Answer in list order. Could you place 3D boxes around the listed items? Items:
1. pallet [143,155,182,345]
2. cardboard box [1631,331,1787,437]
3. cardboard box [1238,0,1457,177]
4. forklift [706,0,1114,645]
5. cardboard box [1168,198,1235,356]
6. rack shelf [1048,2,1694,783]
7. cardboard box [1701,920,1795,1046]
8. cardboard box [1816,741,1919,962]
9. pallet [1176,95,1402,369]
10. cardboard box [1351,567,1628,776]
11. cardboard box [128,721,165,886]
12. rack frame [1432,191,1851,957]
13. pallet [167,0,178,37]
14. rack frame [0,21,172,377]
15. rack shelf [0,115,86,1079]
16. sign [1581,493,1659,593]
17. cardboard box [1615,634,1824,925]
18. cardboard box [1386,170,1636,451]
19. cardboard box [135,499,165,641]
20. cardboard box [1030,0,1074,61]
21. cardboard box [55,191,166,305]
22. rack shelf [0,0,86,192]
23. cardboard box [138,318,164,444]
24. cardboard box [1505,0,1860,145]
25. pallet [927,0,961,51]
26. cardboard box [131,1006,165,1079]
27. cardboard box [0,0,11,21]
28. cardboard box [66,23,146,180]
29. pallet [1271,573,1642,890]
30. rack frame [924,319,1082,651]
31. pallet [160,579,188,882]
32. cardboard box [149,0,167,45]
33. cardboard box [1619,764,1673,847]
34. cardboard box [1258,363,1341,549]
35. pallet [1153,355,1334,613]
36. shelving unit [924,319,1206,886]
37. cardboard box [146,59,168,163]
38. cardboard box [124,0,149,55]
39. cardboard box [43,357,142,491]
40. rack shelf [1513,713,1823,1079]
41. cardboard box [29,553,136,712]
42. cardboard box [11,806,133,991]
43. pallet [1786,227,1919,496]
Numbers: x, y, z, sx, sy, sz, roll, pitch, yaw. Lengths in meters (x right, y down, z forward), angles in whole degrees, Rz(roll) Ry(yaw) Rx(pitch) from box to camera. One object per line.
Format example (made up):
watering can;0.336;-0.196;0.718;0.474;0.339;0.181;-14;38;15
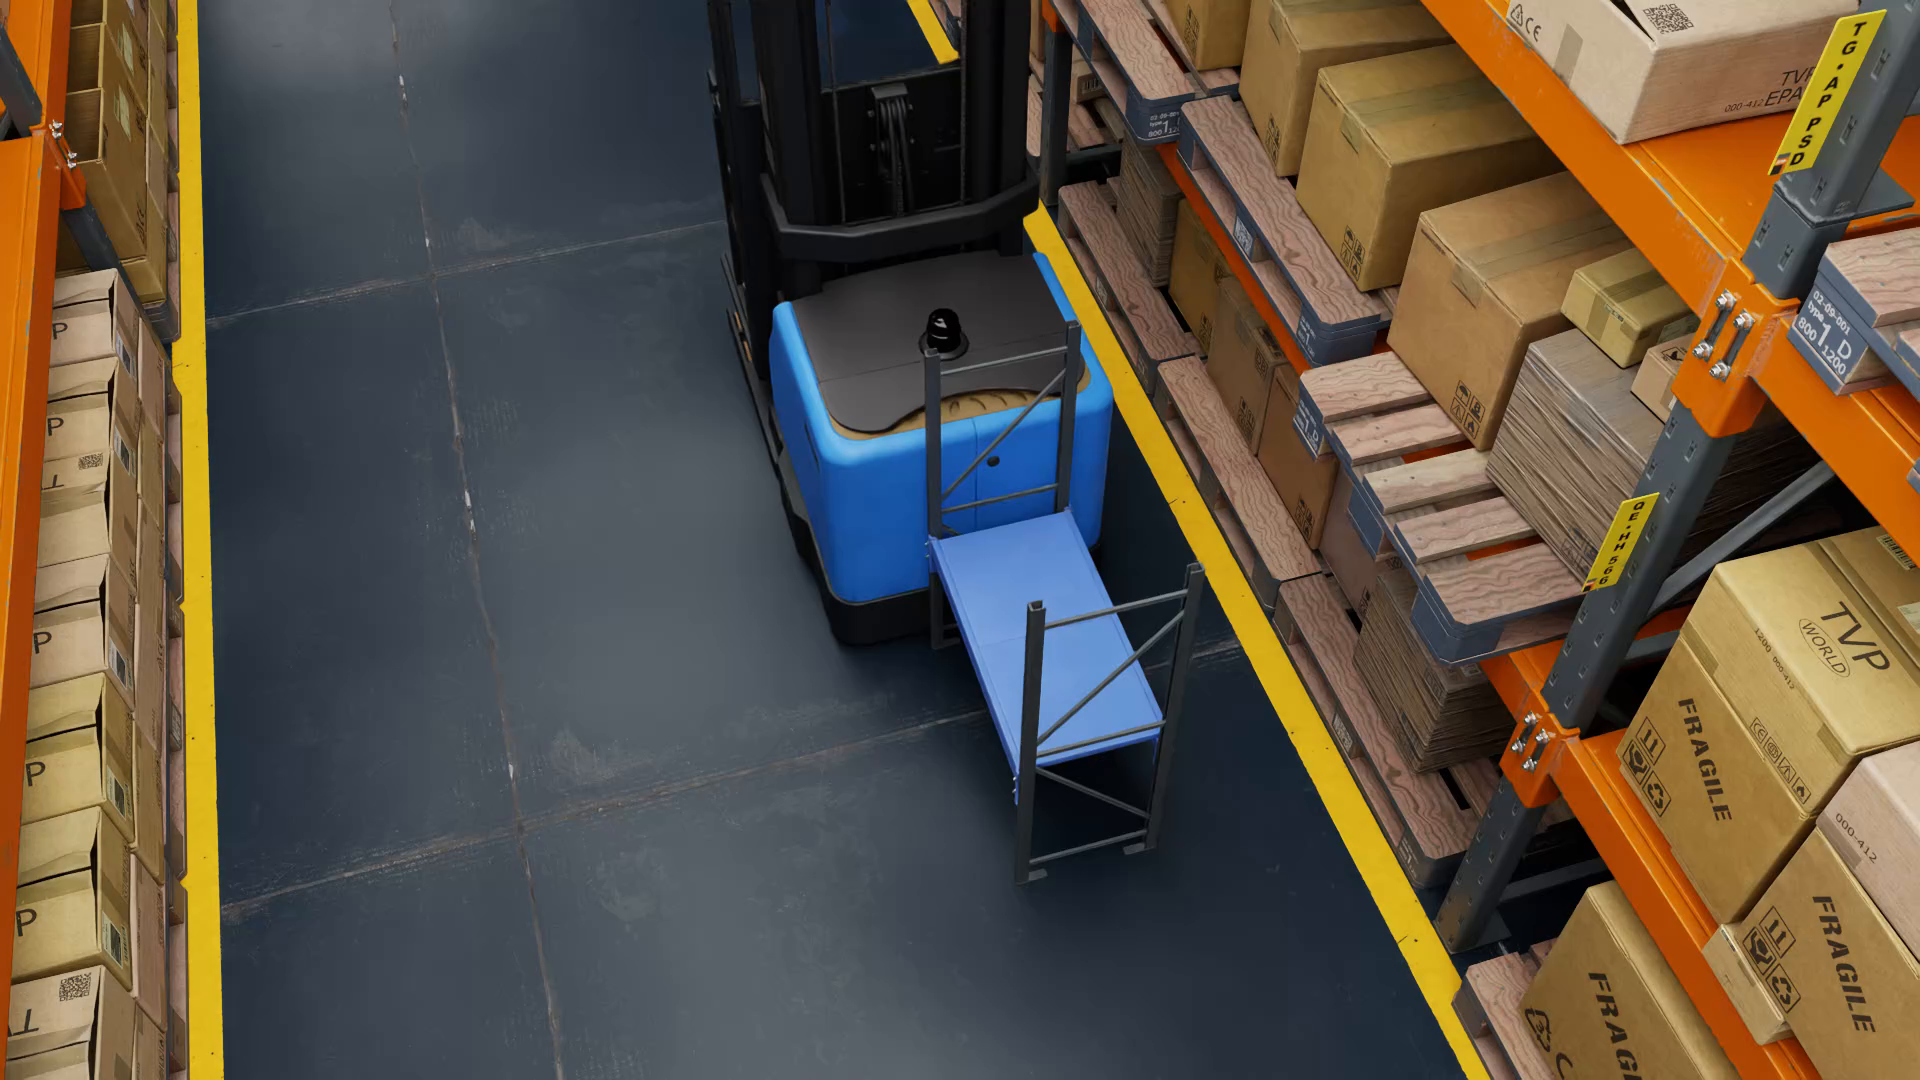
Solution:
pallet;-4.059;-1.263;7.467;1.003;0.211;1.213;-13;51;-11
cardboard box;1.920;-0.401;4.139;0.380;0.149;0.250;-19;53;-16
cardboard box;1.369;-1.606;5.578;0.700;0.500;0.500;-7;50;-6
forklift;-0.374;-1.716;6.069;1.130;2.935;3.031;-13;51;-11
cardboard box;1.302;-1.131;6.878;0.700;0.500;0.500;-14;51;-12
rack shelf;1.459;-1.002;5.893;1.077;0.370;4.000;-13;51;-11
cardboard box;1.991;0.994;3.891;0.380;0.149;0.250;-12;51;-10
cardboard box;2.098;0.633;3.281;0.500;0.250;0.500;-14;51;-11
pallet;1.426;-1.148;5.671;1.003;0.211;1.213;-13;51;-11
cardboard box;1.788;0.377;5.607;0.700;0.500;0.500;-13;51;-10
cardboard box;-2.864;0.906;5.337;0.500;0.250;0.500;-15;51;-12
rack frame;2.051;0.227;4.386;1.000;3.000;0.127;-13;51;-11
pallet;-4.780;-3.045;8.969;1.003;0.211;1.213;-13;51;-11
rack frame;-3.863;-1.572;5.903;1.000;3.000;0.127;-13;51;-11
rack shelf;-3.272;0.121;4.946;1.077;0.370;4.000;-13;51;-11
sign;1.535;0.009;3.865;0.100;0.325;0.005;-13;51;-11
cardboard box;1.950;0.505;3.879;0.500;0.500;0.500;-12;51;-10
cardboard box;1.711;-0.690;4.806;0.700;0.500;0.500;-18;52;-14
cardboard box;-3.164;0.160;5.967;0.500;0.250;0.500;-12;51;-10
cardboard box;0.522;-2.780;8.268;0.500;0.500;0.500;-17;52;-14
cardboard box;-3.711;-1.228;7.137;0.500;0.250;0.500;-13;51;-11
rack shelf;-4.455;-2.801;7.409;1.077;0.370;4.000;-13;51;-11
cardboard box;-3.464;-0.584;6.593;0.500;0.250;0.500;-14;51;-11
cardboard box;1.580;-1.182;3.658;0.500;0.311;0.500;-13;51;-11
pallet;0.271;-3.171;9.075;1.003;0.211;1.213;-13;51;-11
cardboard box;-2.555;1.652;4.709;0.500;0.250;0.500;-13;51;-11
cardboard box;-4.163;-2.310;6.460;0.700;0.500;0.500;-14;51;-11
cardboard box;-3.857;-1.835;7.158;0.500;0.500;0.500;-13;51;-11
pallet;1.821;0.555;5.934;1.003;0.211;1.213;-13;51;-11
rack frame;0.133;-0.137;5.674;0.500;1.500;0.032;-13;51;-11
pallet;-3.244;0.749;5.770;1.003;0.211;1.213;-13;51;-11
cardboard box;-4.297;-2.690;8.369;0.500;0.250;0.500;-13;51;-11
cardboard box;1.927;0.594;4.228;0.380;0.149;0.250;-14;51;-12
cardboard box;1.573;-0.382;6.247;0.700;0.500;0.500;-14;51;-11
pallet;1.464;-0.335;6.684;1.003;0.211;1.213;-13;51;-11
shelving unit;0.278;0.235;5.360;0.538;1.500;1.048;-13;51;-11
cardboard box;-3.997;-1.961;7.755;0.500;0.250;0.500;-13;51;-11
cardboard box;-4.147;-2.567;7.775;0.500;0.500;0.500;-13;51;-11
cardboard box;-3.310;-0.392;6.065;0.500;0.311;0.500;-12;51;-10
rack shelf;2.642;1.920;3.430;1.077;0.370;4.000;-13;51;-11
cardboard box;-3.019;0.341;5.447;0.500;0.311;0.500;-14;51;-11
cardboard box;-2.718;1.089;4.817;0.500;0.311;0.500;-14;51;-12
pallet;2.292;-0.221;2.926;1.213;0.211;1.003;-11;51;-9
